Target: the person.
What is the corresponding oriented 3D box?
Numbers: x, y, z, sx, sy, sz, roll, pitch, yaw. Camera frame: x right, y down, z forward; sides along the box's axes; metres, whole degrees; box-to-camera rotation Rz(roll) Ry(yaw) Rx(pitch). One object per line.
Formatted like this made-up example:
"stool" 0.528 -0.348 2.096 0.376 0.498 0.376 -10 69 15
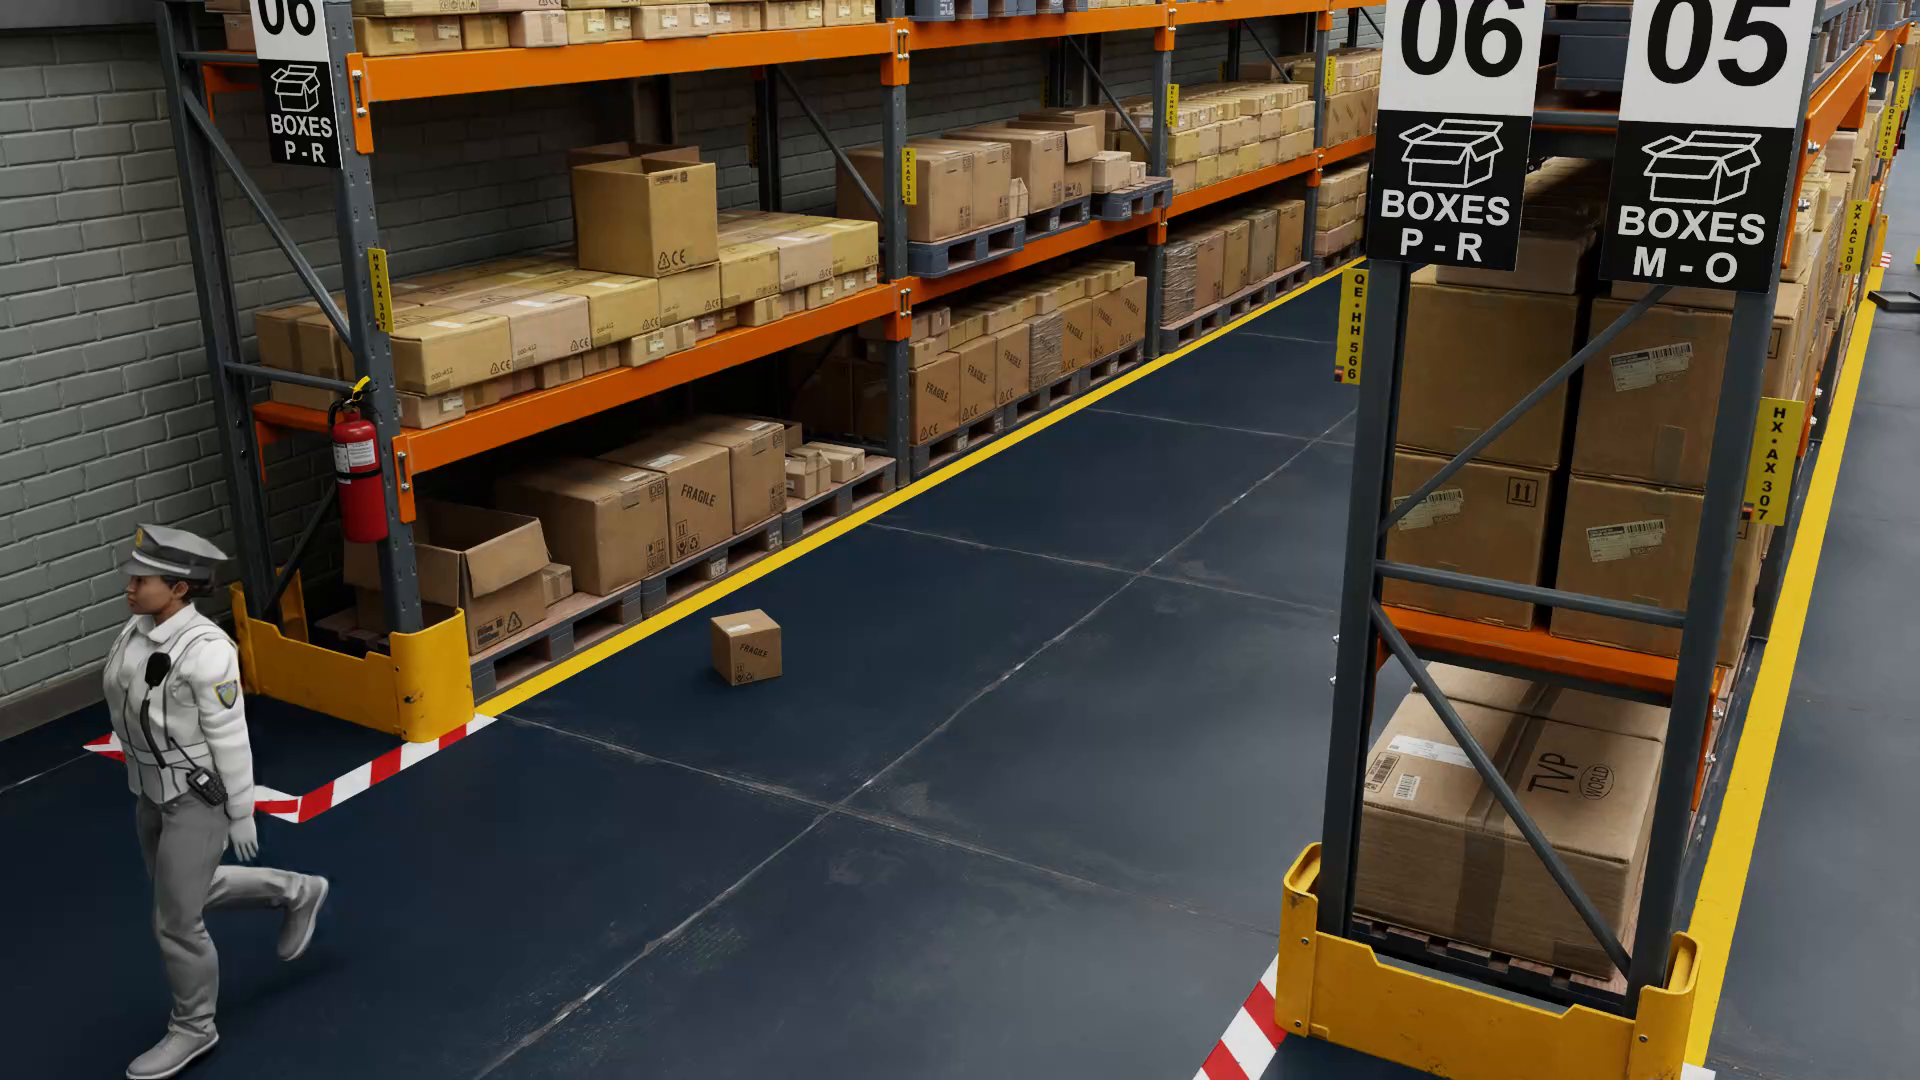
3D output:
"person" -2.261 0.722 4.960 0.500 1.663 0.770 15 25 36
